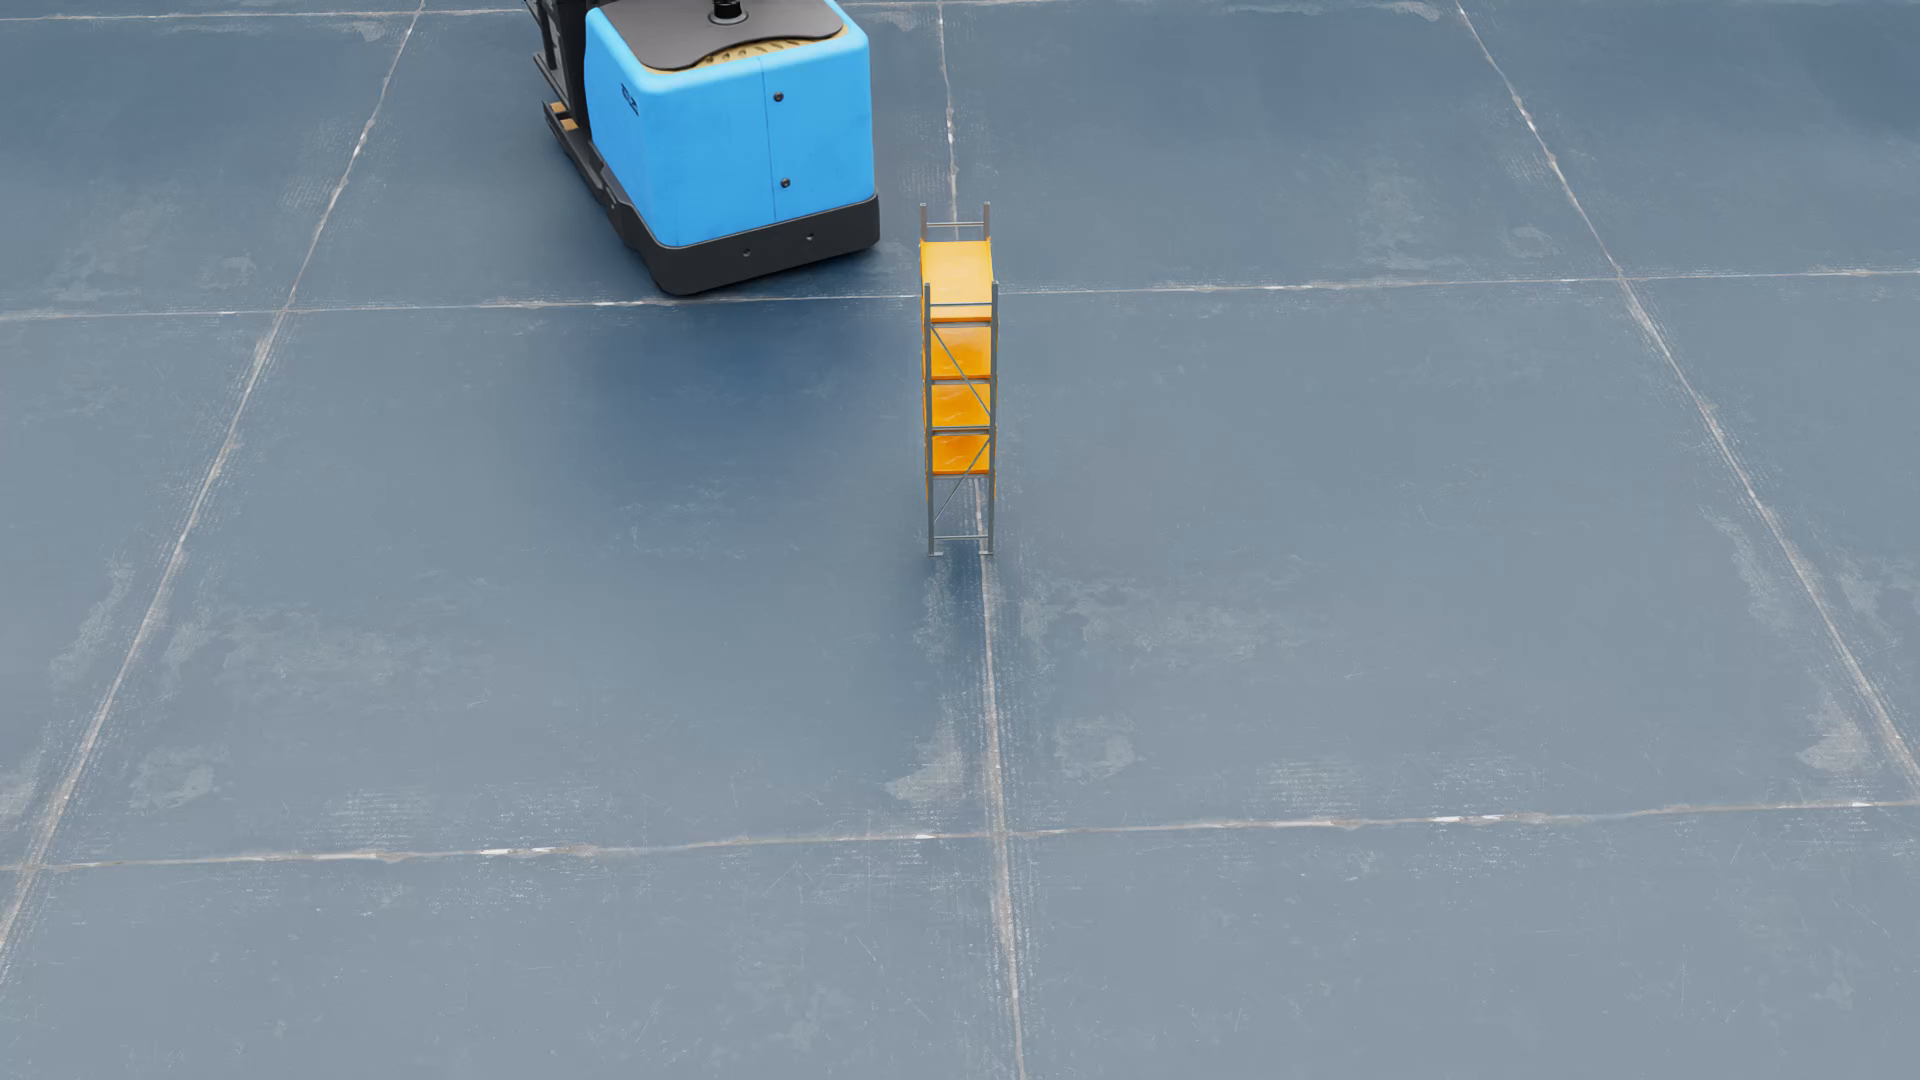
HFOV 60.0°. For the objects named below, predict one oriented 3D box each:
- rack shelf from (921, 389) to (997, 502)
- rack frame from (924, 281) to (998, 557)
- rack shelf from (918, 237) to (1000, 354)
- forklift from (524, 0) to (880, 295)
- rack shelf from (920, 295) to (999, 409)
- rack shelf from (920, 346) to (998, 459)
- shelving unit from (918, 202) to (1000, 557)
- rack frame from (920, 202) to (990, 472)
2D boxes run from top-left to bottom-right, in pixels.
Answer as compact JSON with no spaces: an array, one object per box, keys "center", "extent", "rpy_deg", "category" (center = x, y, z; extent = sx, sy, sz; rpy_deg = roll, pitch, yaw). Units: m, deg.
[{"center":[-0.007,-0.358,6.146],"extent":[0.258,0.148,0.480],"rpy_deg":[-2,43,-2],"category":"rack shelf"},{"center":[0.003,-0.389,5.787],"extent":[0.240,1.200,0.015],"rpy_deg":[-2,43,-2],"category":"rack frame"},{"center":[-0.007,-0.844,5.701],"extent":[0.258,0.148,0.480],"rpy_deg":[-2,43,-2],"category":"rack shelf"},{"center":[-1.470,-3.156,7.524],"extent":[1.130,2.935,3.031],"rpy_deg":[-18,46,-19],"category":"forklift"},{"center":[-0.007,-0.669,5.861],"extent":[0.258,0.148,0.480],"rpy_deg":[-2,43,-2],"category":"rack shelf"},{"center":[-0.007,-0.504,6.012],"extent":[0.258,0.148,0.480],"rpy_deg":[-2,43,-2],"category":"rack shelf"},{"center":[-0.007,-0.554,5.966],"extent":[0.258,1.200,0.503],"rpy_deg":[-2,43,-2],"category":"shelving unit"},{"center":[-0.017,-0.719,6.146],"extent":[0.240,1.200,0.015],"rpy_deg":[-2,43,-2],"category":"rack frame"}]
